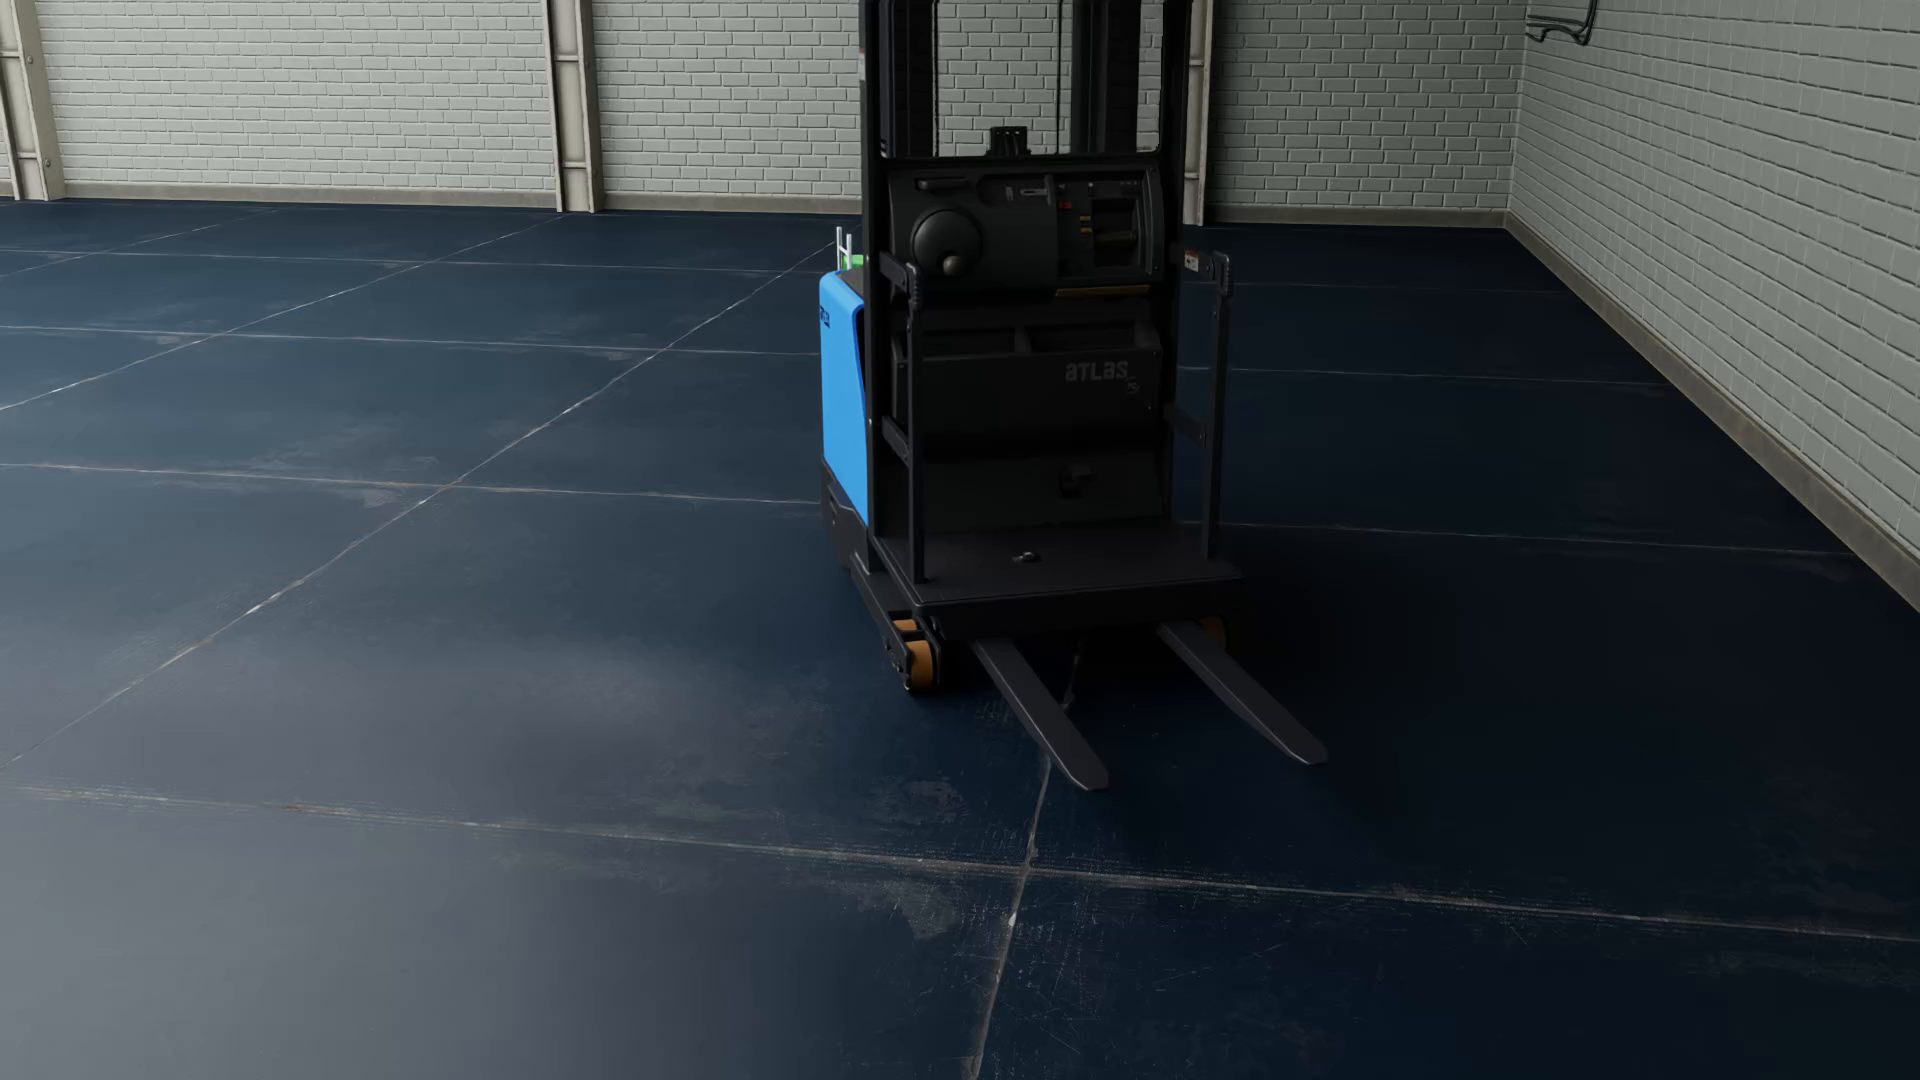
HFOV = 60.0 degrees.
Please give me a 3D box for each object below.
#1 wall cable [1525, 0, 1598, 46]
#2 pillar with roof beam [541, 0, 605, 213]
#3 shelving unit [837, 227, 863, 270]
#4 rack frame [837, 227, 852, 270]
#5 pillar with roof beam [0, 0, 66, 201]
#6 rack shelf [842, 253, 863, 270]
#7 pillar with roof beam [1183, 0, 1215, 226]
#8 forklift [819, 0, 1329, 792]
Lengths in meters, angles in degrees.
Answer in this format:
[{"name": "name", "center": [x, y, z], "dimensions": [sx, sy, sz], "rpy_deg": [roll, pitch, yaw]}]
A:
[{"name": "wall cable", "center": [4.818, -5.245, 13.192], "dimensions": [0.112, 2.526, 3.097], "rpy_deg": [3, 19, 9]}, {"name": "pillar with roof beam", "center": [-4.488, -6.234, 11.252], "dimensions": [0.400, 9.000, 9.100], "rpy_deg": [3, 19, 9]}, {"name": "shelving unit", "center": [-0.239, -0.717, 7.056], "dimensions": [0.503, 1.200, 0.258], "rpy_deg": [-5, 19, -14]}, {"name": "rack frame", "center": [-0.475, -0.698, 6.998], "dimensions": [0.015, 1.200, 0.240], "rpy_deg": [-5, 19, -14]}, {"name": "pillar with roof beam", "center": [-10.412, -6.536, 12.155], "dimensions": [0.400, 9.000, 9.100], "rpy_deg": [3, 19, 9]}, {"name": "rack shelf", "center": [-0.239, -1.112, 6.924], "dimensions": [0.480, 0.148, 0.258], "rpy_deg": [-5, 19, -14]}, {"name": "pillar with roof beam", "center": [1.436, -5.932, 10.350], "dimensions": [0.400, 9.000, 9.100], "rpy_deg": [3, 19, 9]}, {"name": "forklift", "center": [0.278, -1.037, 5.283], "dimensions": [1.130, 2.935, 3.031], "rpy_deg": [-5, 19, -13]}]
